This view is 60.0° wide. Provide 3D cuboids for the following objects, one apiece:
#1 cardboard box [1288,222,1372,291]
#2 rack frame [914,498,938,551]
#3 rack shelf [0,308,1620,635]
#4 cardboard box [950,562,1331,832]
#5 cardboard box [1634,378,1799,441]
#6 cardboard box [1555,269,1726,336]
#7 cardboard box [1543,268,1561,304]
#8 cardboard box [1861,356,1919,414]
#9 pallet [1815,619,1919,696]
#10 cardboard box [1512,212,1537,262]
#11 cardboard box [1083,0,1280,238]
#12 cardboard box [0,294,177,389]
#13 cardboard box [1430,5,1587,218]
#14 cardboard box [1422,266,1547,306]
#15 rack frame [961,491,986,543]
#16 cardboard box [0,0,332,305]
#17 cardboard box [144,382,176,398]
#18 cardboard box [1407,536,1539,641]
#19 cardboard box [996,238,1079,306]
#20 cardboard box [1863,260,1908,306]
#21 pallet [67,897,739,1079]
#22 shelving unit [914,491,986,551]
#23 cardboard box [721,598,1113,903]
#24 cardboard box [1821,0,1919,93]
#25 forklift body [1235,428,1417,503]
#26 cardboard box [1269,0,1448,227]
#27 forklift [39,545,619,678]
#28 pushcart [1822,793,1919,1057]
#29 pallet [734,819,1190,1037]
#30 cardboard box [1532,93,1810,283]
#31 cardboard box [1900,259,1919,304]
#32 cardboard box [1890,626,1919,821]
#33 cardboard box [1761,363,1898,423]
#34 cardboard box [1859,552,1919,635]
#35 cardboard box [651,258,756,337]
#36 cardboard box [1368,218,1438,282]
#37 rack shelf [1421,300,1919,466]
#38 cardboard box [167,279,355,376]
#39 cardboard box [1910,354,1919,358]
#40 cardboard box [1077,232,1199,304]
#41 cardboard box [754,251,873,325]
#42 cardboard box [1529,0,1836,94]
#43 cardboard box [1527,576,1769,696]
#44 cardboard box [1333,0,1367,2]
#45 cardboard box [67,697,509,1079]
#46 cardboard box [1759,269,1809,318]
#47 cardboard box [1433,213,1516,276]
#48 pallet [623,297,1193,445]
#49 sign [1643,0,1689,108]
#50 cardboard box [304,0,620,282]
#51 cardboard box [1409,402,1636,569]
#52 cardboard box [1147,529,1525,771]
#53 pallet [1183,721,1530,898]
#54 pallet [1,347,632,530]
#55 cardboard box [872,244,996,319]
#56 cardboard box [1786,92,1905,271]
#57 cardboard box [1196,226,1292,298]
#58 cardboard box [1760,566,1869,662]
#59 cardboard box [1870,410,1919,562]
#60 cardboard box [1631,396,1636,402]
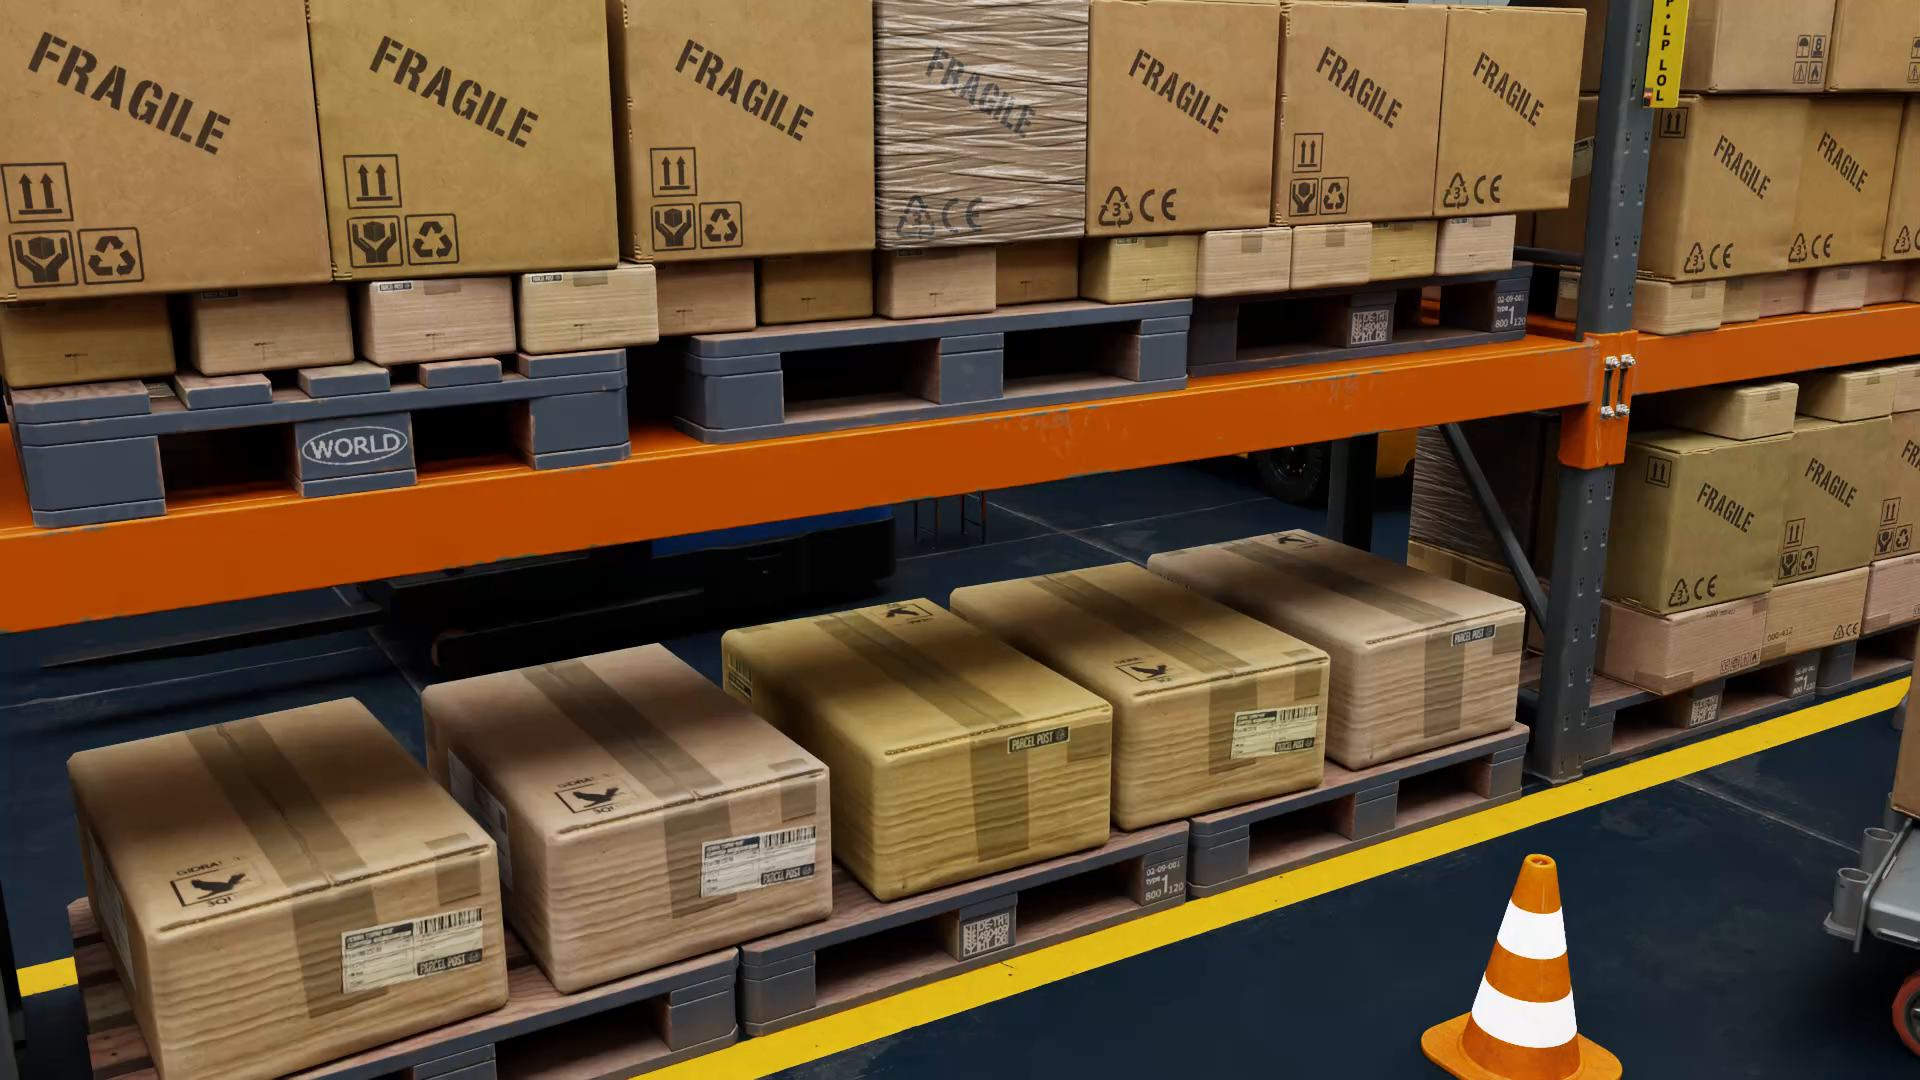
[{"bbox_3d":[0.786,-0.716,4.093,0.250,0.149,0.380,-10,18,-31],"label":"cardboard box"},{"bbox_3d":[-0.150,-0.481,7.181,0.008,1.050,0.200,-9,18,-30],"label":"rack frame"},{"bbox_3d":[-0.192,-0.222,3.978,4.000,0.370,1.077,-9,18,-30],"label":"rack shelf"},{"bbox_3d":[0.459,0.391,4.549,0.625,0.372,0.950,-8,18,-26],"label":"cardboard box"},{"bbox_3d":[2.305,-0.421,5.080,0.250,0.149,0.380,-9,18,-29],"label":"cardboard box"},{"bbox_3d":[1.957,-0.695,4.798,0.250,0.149,0.380,-9,18,-30],"label":"cardboard box"},{"bbox_3d":[1.851,-0.877,5.447,0.250,0.149,0.380,-9,18,-28],"label":"cardboard box"},{"bbox_3d":[2.974,-0.531,5.473,0.250,0.149,0.380,-8,18,-27],"label":"cardboard box"},{"bbox_3d":[3.127,0.224,6.220,1.213,0.211,1.003,-9,18,-30],"label":"pallet"},{"bbox_3d":[1.775,-1.157,5.244,0.500,0.500,0.500,-10,18,-31],"label":"cardboard box"},{"bbox_3d":[0.375,-0.983,3.846,0.500,0.500,0.500,-9,18,-28],"label":"cardboard box"},{"bbox_3d":[-1.532,-0.374,2.874,0.250,0.149,0.380,-10,19,-33],"label":"cardboard box"},{"bbox_3d":[1.244,-1.123,4.344,0.500,0.500,0.500,-10,18,-31],"label":"cardboard box"},{"bbox_3d":[1.641,-0.841,5.317,0.250,0.149,0.380,-9,18,-30],"label":"cardboard box"},{"bbox_3d":[0.059,-0.515,7.302,0.008,1.050,0.200,-9,18,-30],"label":"rack frame"},{"bbox_3d":[-1.402,-0.693,2.811,0.500,0.500,0.500,-10,18,-31],"label":"cardboard box"},{"bbox_3d":[-3.924,-0.581,7.546,0.625,0.625,0.875,-9,18,-28],"label":"cardboard box"},{"bbox_3d":[1.891,0.131,5.702,0.500,0.250,0.500,-8,18,-27],"label":"cardboard box"},{"bbox_3d":[0.063,-0.641,3.827,0.250,0.149,0.380,-10,18,-32],"label":"cardboard box"},{"bbox_3d":[2.802,-0.857,5.375,0.250,0.149,0.380,-9,18,-30],"label":"cardboard box"},{"bbox_3d":[-1.236,0.944,3.651,1.213,0.211,1.003,-9,18,-30],"label":"pallet"},{"bbox_3d":[-0.046,-0.498,7.242,0.252,1.050,0.215,-9,18,-30],"label":"shelving unit"},{"bbox_3d":[-0.136,0.488,4.203,0.625,0.372,0.950,-9,18,-28],"label":"cardboard box"},{"bbox_3d":[2.460,-1.596,4.958,0.500,0.500,0.700,-9,18,-29],"label":"cardboard box"},{"bbox_3d":[1.706,-1.456,8.619,1.214,2.155,2.313,-9,18,-30],"label":"forklift body"},{"bbox_3d":[0.820,-1.054,4.097,0.500,0.500,0.500,-9,18,-29],"label":"cardboard box"},{"bbox_3d":[-1.774,-1.100,5.905,3.031,2.935,1.121,-10,19,-32],"label":"forklift"},{"bbox_3d":[2.739,0.937,3.369,1.648,0.377,0.936,12,20,37],"label":"pushcart"},{"bbox_3d":[-0.191,0.775,4.253,1.213,0.211,1.003,-9,18,-30],"label":"pallet"},{"bbox_3d":[2.043,-1.035,4.807,0.500,0.500,0.500,-9,18,-30],"label":"cardboard box"},{"bbox_3d":[3.059,-0.871,5.424,0.250,0.149,0.380,-9,18,-29],"label":"cardboard box"},{"bbox_3d":[2.465,0.400,3.653,0.500,0.500,0.500,-9,18,-30],"label":"cardboard box"},{"bbox_3d":[2.745,-0.493,5.337,0.250,0.149,0.380,-8,18,-28],"label":"cardboard box"},{"bbox_3d":[3.072,0.105,5.796,0.500,0.250,0.500,-9,18,-30],"label":"cardboard box"},{"bbox_3d":[-0.601,-0.518,3.387,0.250,0.149,0.380,-8,18,-26],"label":"cardboard box"},{"bbox_3d":[0.988,-0.760,4.250,0.250,0.149,0.380,-10,18,-31],"label":"cardboard box"},{"bbox_3d":[3.237,-0.778,5.961,4.000,0.370,1.077,-9,18,-30],"label":"rack shelf"},{"bbox_3d":[-1.273,-0.405,2.986,0.250,0.149,0.380,-11,19,-33],"label":"cardboard box"},{"bbox_3d":[3.651,-0.517,6.622,0.500,0.500,0.500,-10,19,-32],"label":"cardboard box"},{"bbox_3d":[0.341,-0.654,3.873,0.250,0.149,0.380,-9,18,-30],"label":"cardboard box"},{"bbox_3d":[-0.379,-0.566,3.559,0.250,0.149,0.380,-8,18,-28],"label":"cardboard box"},{"bbox_3d":[2.011,-1.530,4.723,0.500,0.500,0.700,-9,18,-30],"label":"cardboard box"},{"bbox_3d":[2.167,0.256,5.257,0.500,0.250,0.500,-10,19,-32],"label":"cardboard box"},{"bbox_3d":[0.937,-1.569,4.733,0.250,0.149,0.380,-9,18,-30],"label":"cardboard box"},{"bbox_3d":[-1.417,0.696,3.459,0.625,0.372,0.950,-11,19,-33],"label":"cardboard box"},{"bbox_3d":[2.359,-0.786,5.123,0.250,0.149,0.380,-9,18,-30],"label":"cardboard box"},{"bbox_3d":[1.223,-0.792,4.367,0.250,0.149,0.380,-9,18,-29],"label":"cardboard box"},{"bbox_3d":[-0.231,-0.483,3.930,1.213,0.211,1.003,-9,18,-30],"label":"pallet"},{"bbox_3d":[1.811,-1.276,4.260,0.005,0.325,0.100,-9,18,-30],"label":"sign"},{"bbox_3d":[-0.959,-0.767,3.075,0.500,0.500,0.500,-8,18,-27],"label":"cardboard box"},{"bbox_3d":[1.891,-0.230,5.600,0.500,0.500,0.500,-9,18,-30],"label":"cardboard box"},{"bbox_3d":[1.074,0.290,4.908,0.625,0.372,0.950,-9,18,-29],"label":"cardboard box"},{"bbox_3d":[0.856,0.605,4.861,1.213,0.211,1.003,-9,18,-30],"label":"pallet"},{"bbox_3d":[-1.351,-0.322,3.356,1.003,0.211,1.213,-9,18,-30],"label":"pallet"},{"bbox_3d":[-0.122,-0.587,3.635,0.250,0.149,0.380,-9,18,-28],"label":"cardboard box"},{"bbox_3d":[2.461,-1.110,5.075,0.500,0.500,0.500,-9,18,-30],"label":"cardboard box"},{"bbox_3d":[0.569,-0.679,3.964,0.250,0.149,0.380,-9,18,-29],"label":"cardboard box"},{"bbox_3d":[2.619,0.179,5.531,0.500,0.250,0.500,-8,18,-27],"label":"cardboard box"},{"bbox_3d":[3.065,-0.254,5.686,0.500,0.500,0.500,-8,18,-27],"label":"cardboard box"},{"bbox_3d":[2.326,-0.301,5.854,0.500,0.500,0.500,-9,18,-29],"label":"cardboard box"}]
